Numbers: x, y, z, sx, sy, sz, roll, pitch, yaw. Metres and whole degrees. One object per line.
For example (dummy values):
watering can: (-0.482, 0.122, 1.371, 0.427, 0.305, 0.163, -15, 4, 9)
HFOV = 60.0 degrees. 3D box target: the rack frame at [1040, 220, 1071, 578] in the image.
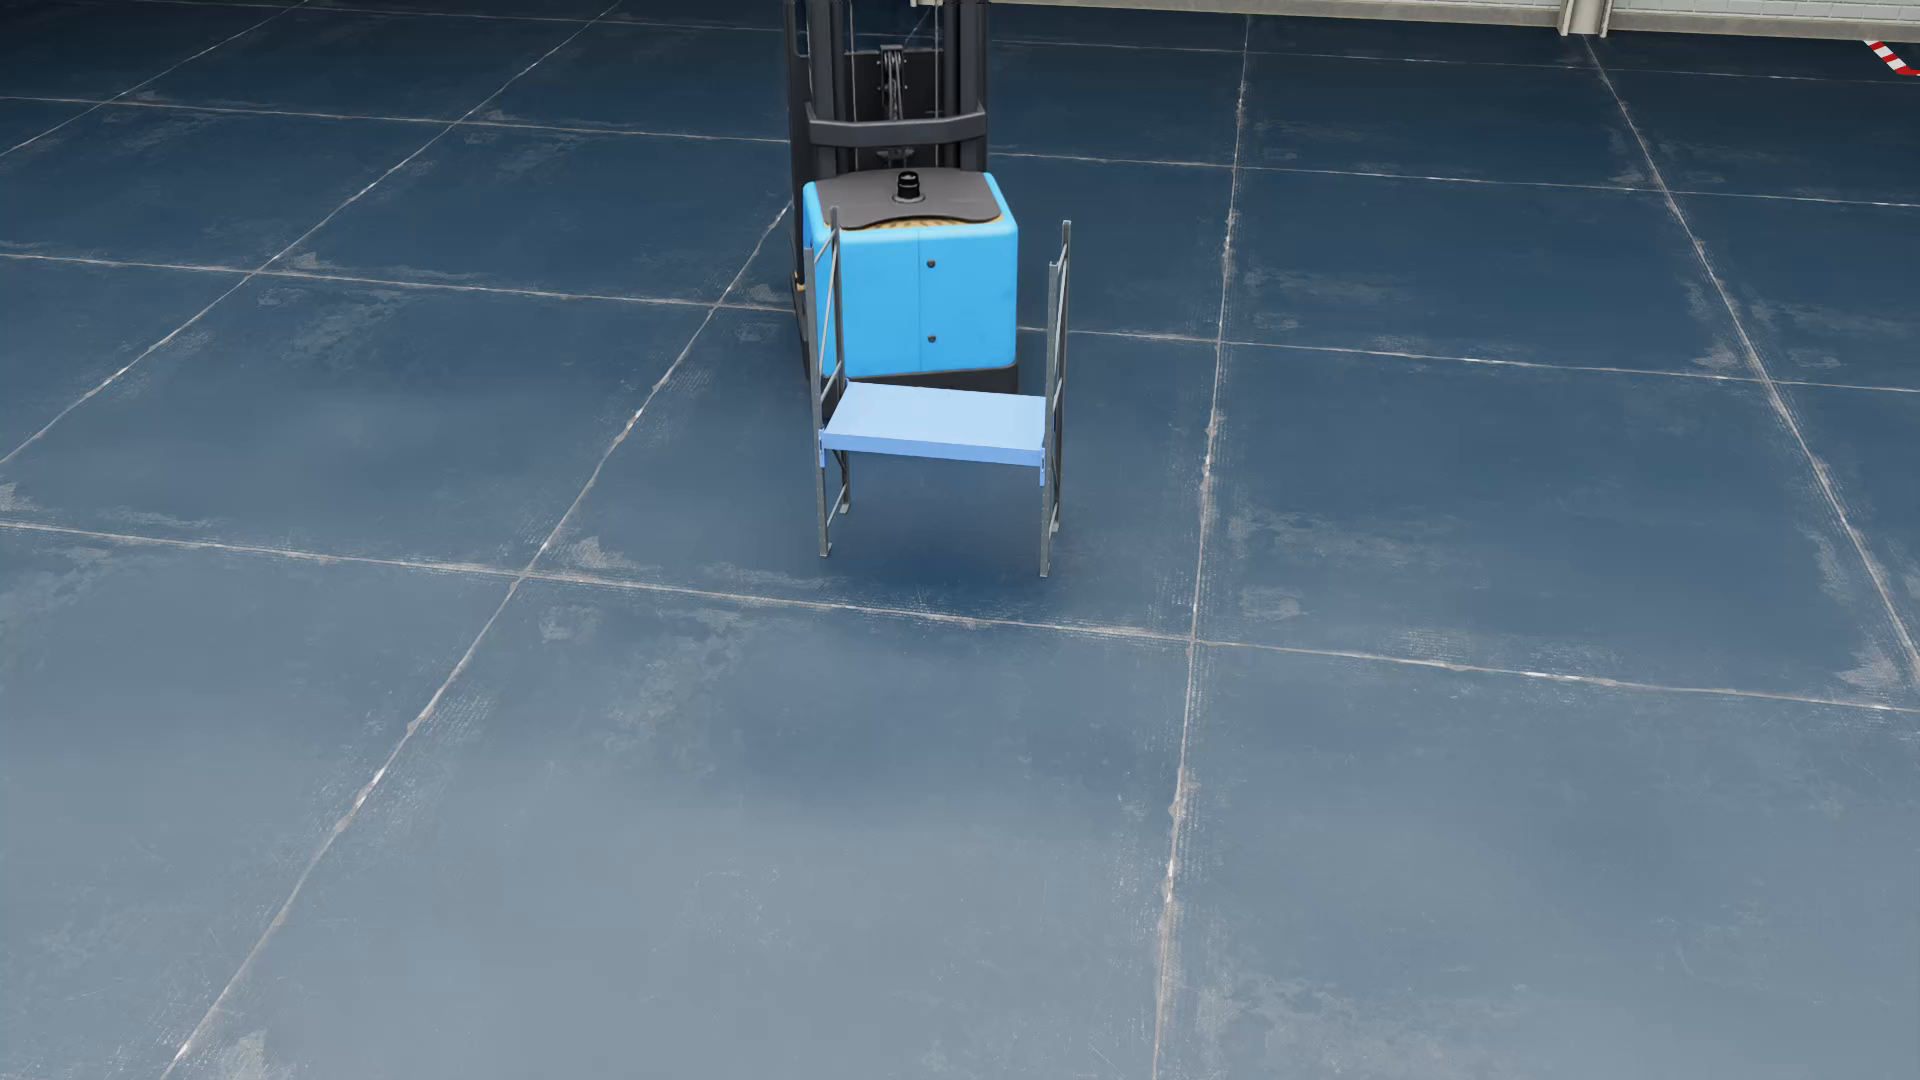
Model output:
rack frame: (0.417, -0.598, 7.292, 0.032, 1.500, 0.500, 5, 32, 8)

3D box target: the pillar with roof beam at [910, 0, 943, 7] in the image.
pillar with roof beam: (-0.980, -6.730, 10.021, 0.400, 9.000, 9.100, 5, 32, 8)

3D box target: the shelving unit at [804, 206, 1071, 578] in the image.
shelving unit: (-0.084, -0.643, 7.364, 1.048, 1.500, 0.538, 5, 32, 8)

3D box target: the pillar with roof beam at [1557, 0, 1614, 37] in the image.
pillar with roof beam: (4.935, -6.195, 9.165, 0.400, 9.000, 9.100, 5, 32, 8)

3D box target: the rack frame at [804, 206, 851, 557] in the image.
rack frame: (-0.585, -0.689, 7.437, 0.032, 1.500, 0.500, 5, 32, 8)

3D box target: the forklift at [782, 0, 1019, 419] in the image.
forklift: (-0.430, -2.628, 9.186, 1.130, 2.935, 3.031, -5, 32, -7)

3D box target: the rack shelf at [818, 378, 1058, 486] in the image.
rack shelf: (-0.084, -0.491, 7.460, 1.000, 0.185, 0.538, 5, 32, 8)
